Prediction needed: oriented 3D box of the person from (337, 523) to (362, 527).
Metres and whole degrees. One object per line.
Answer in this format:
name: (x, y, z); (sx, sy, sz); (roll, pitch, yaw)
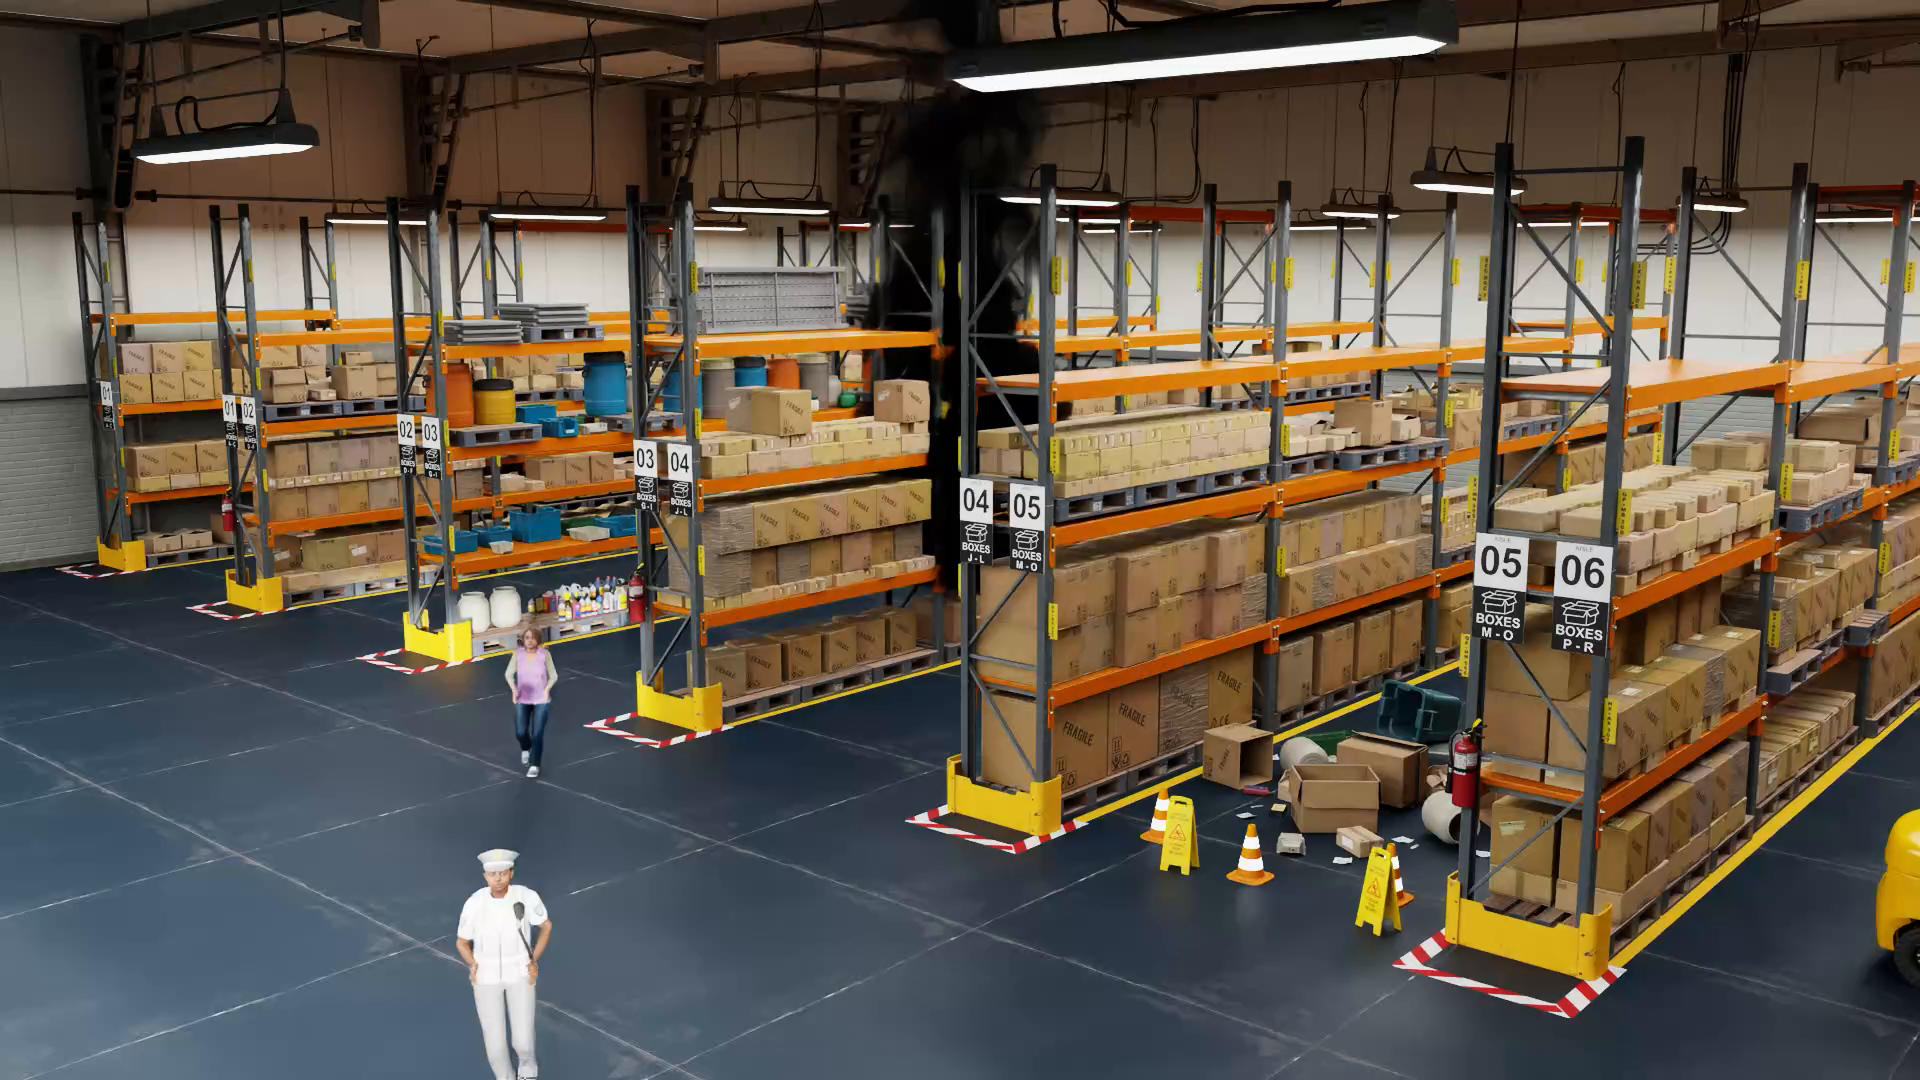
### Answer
person: (-10.305, -0.335, 28.190); (0.649, 1.680, 0.595); (5, 11, 29)

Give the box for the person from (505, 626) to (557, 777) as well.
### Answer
person: (-4.318, 1.634, 16.766); (0.518, 1.552, 0.527); (-2, 10, -11)

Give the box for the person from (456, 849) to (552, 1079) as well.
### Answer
person: (-2.787, 2.686, 10.173); (0.570, 1.648, 0.568); (-2, 10, -11)

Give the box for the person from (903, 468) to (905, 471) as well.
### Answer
person: (-0.987, -1.166, 33.267); (0.556, 1.710, 0.705); (8, 12, 40)
